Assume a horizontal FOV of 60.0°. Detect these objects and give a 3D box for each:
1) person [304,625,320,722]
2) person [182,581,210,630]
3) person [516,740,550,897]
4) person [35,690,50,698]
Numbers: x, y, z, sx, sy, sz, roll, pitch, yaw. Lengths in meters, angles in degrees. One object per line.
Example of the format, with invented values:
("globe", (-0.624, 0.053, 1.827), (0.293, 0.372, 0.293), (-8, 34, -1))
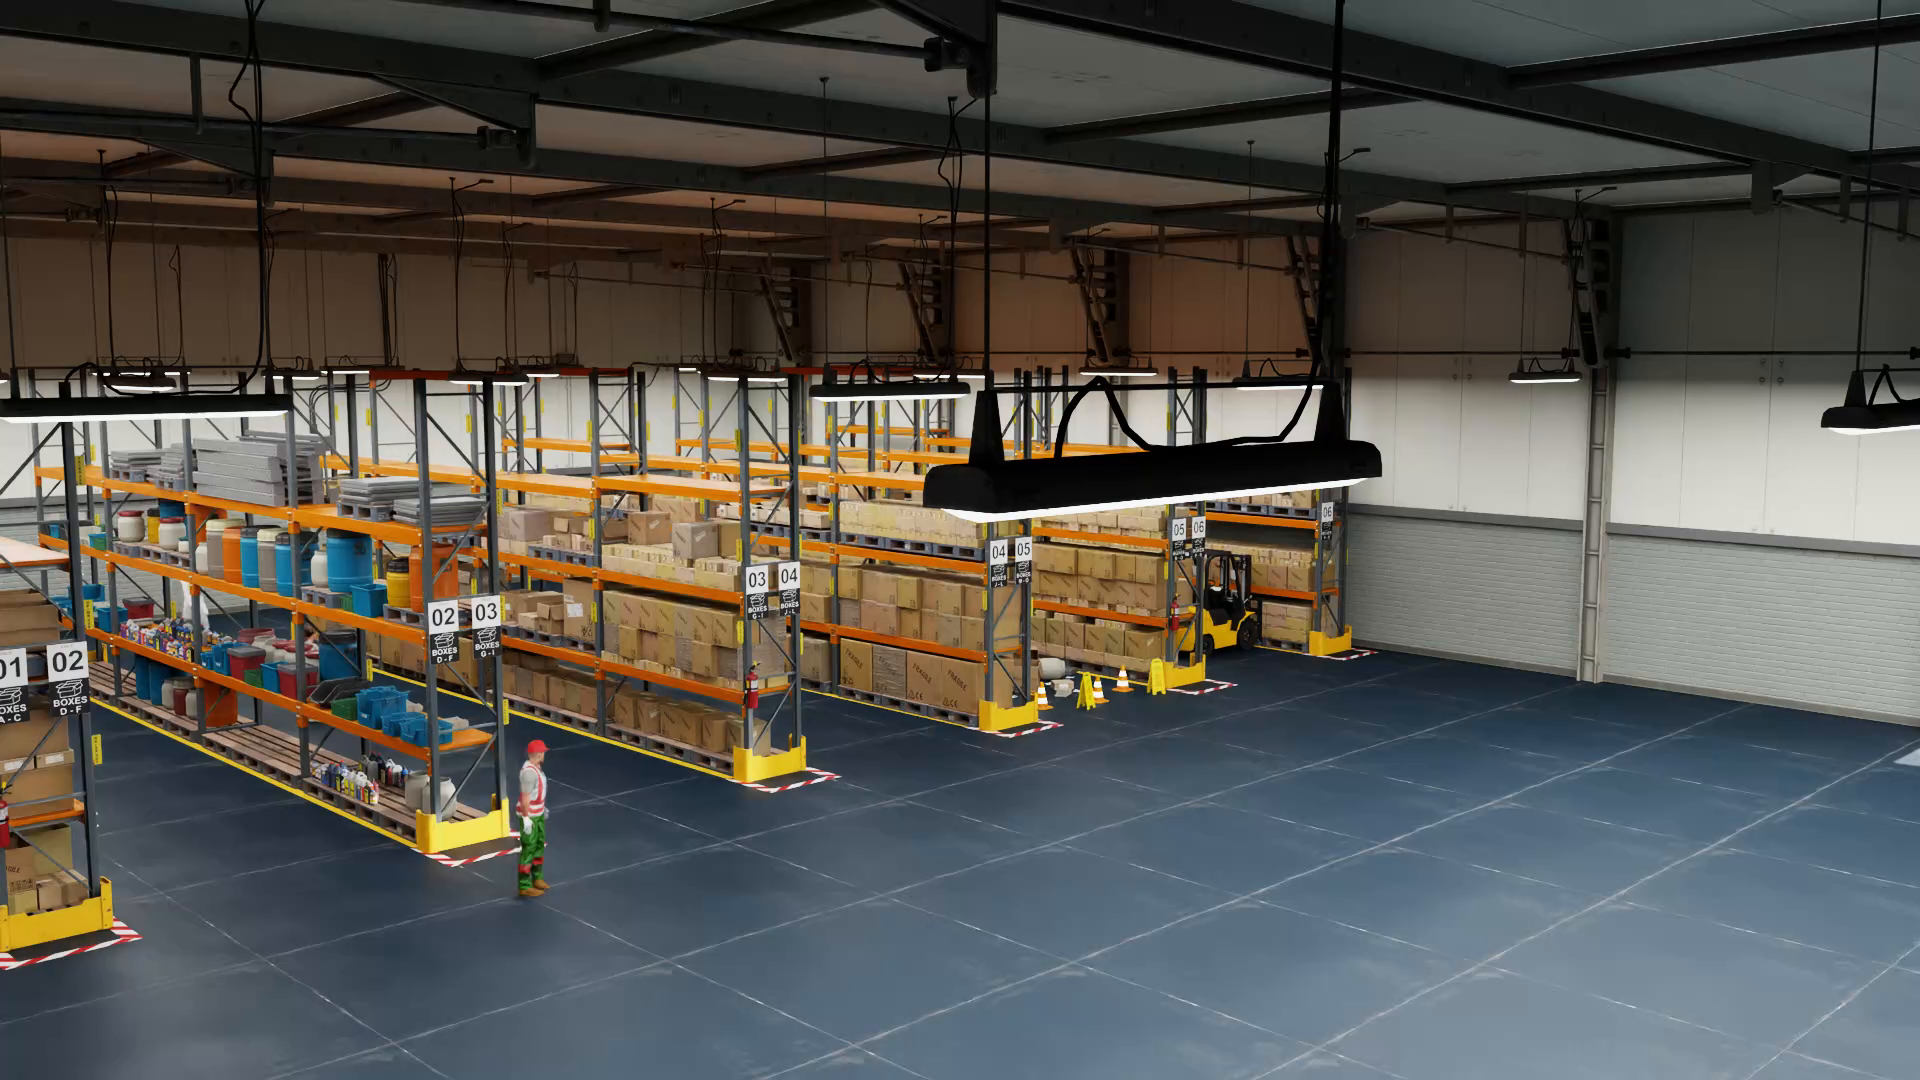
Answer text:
("person", (-11.106, 2.293, 28.569), (0.402, 1.685, 0.504), (-2, 7, -16))
("person", (-16.346, 1.425, 35.579), (0.985, 1.742, 0.530), (5, 8, 39))
("person", (-5.020, 3.242, 19.540), (0.390, 1.792, 0.610), (0, 6, -1))
("person", (-16.779, 2.090, 30.377), (0.383, 1.664, 0.511), (0, 6, -3))
